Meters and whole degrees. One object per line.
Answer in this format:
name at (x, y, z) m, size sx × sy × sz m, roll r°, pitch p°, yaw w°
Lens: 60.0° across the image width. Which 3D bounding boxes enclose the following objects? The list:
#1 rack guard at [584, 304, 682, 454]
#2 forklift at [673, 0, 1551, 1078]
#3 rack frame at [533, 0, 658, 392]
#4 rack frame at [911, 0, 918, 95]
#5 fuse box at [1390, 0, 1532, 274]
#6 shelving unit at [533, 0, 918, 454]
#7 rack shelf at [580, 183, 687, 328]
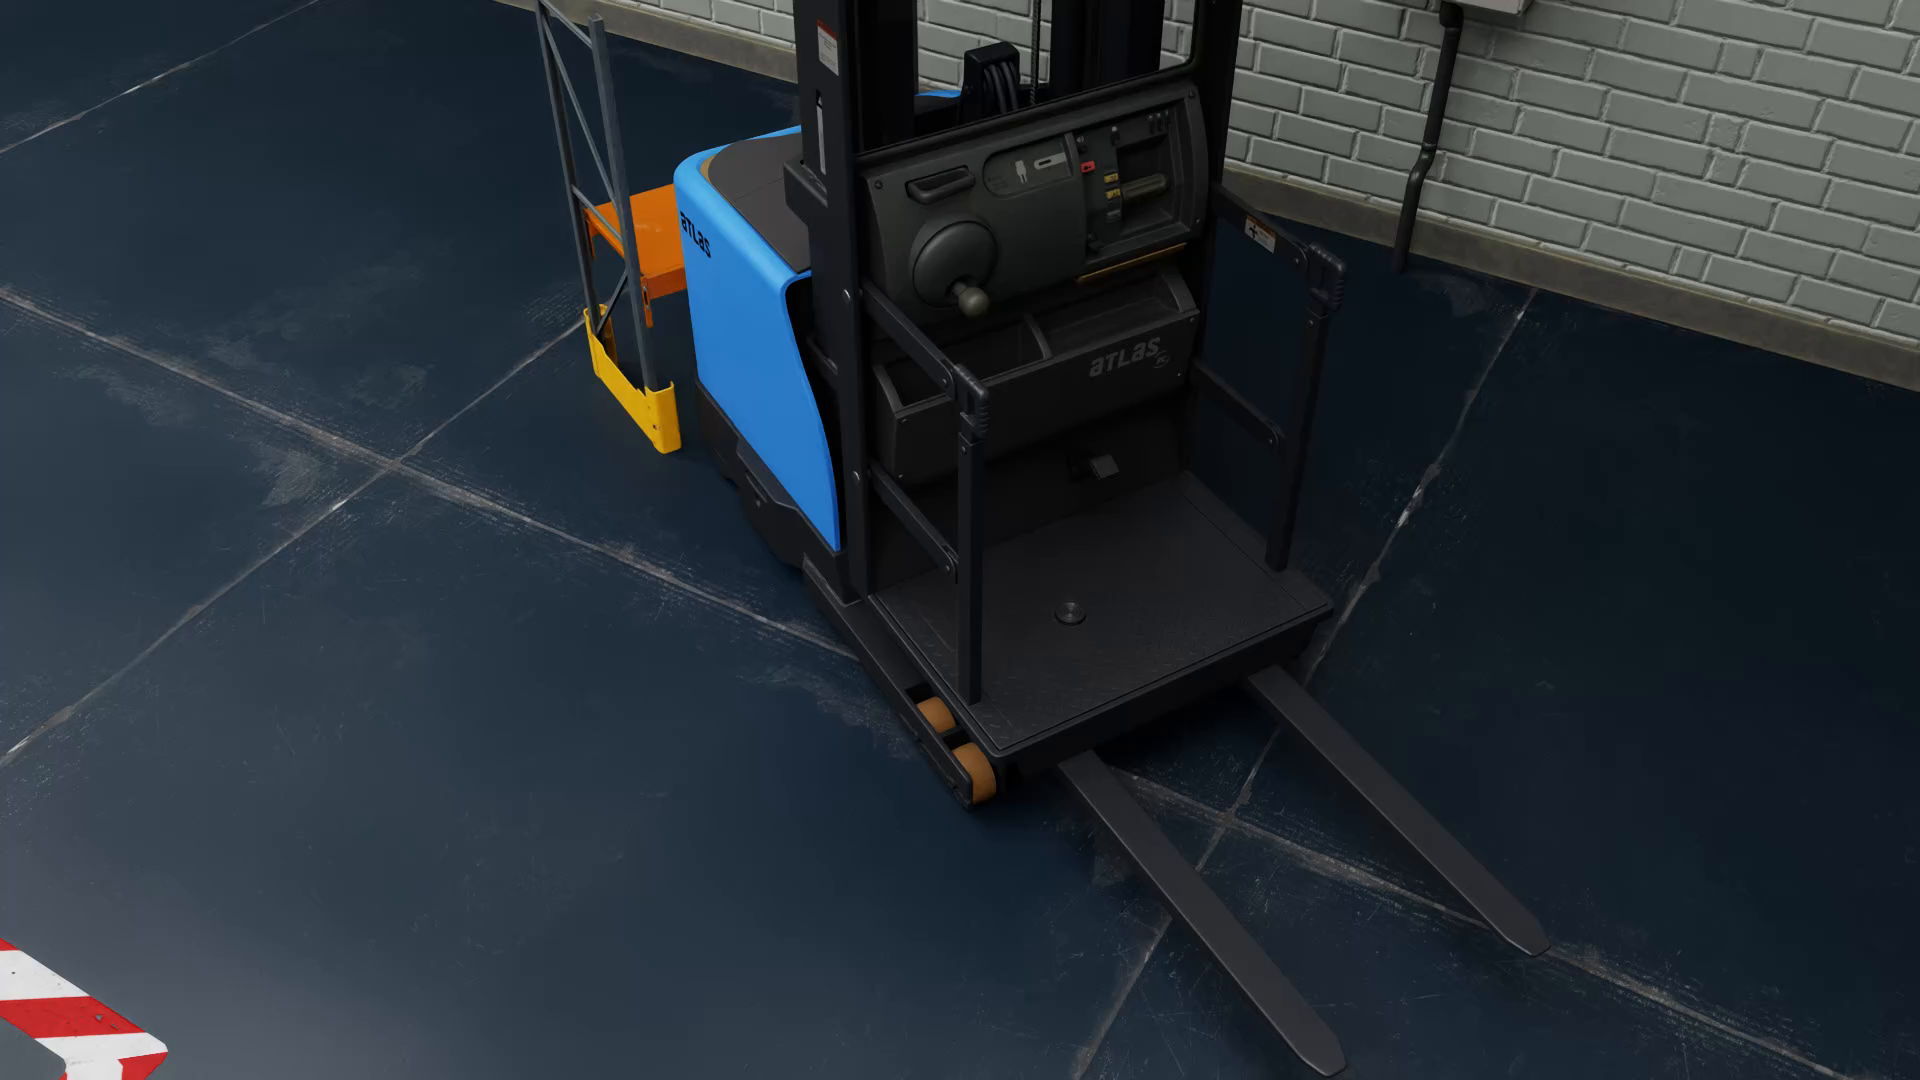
rack guard at (-1.122, -0.556, 5.692) m, size 0.087 × 0.250 × 0.587 m, roll -23°, pitch 46°, yaw -24°
forklift at (0.316, -0.744, 3.877) m, size 1.130 × 2.935 × 3.031 m, roll -21°, pitch 46°, yaw -22°
rack frame at (-1.138, -1.019, 5.271) m, size 0.032 × 1.500 × 0.500 m, roll -23°, pitch 46°, yaw -24°
rack frame at (-0.282, -1.381, 5.683) m, size 0.032 × 1.500 × 0.500 m, roll -23°, pitch 46°, yaw -24°
fuse box at (1.701, -1.661, 5.841) m, size 0.539 × 1.711 × 0.414 m, roll 21°, pitch 45°, yaw 22°
shelving unit at (-0.703, -1.203, 5.481) m, size 1.083 × 1.500 × 0.587 m, roll -23°, pitch 46°, yaw -24°
rack shelf at (-0.710, -1.065, 5.596) m, size 1.000 × 0.185 × 0.538 m, roll -23°, pitch 46°, yaw -24°
